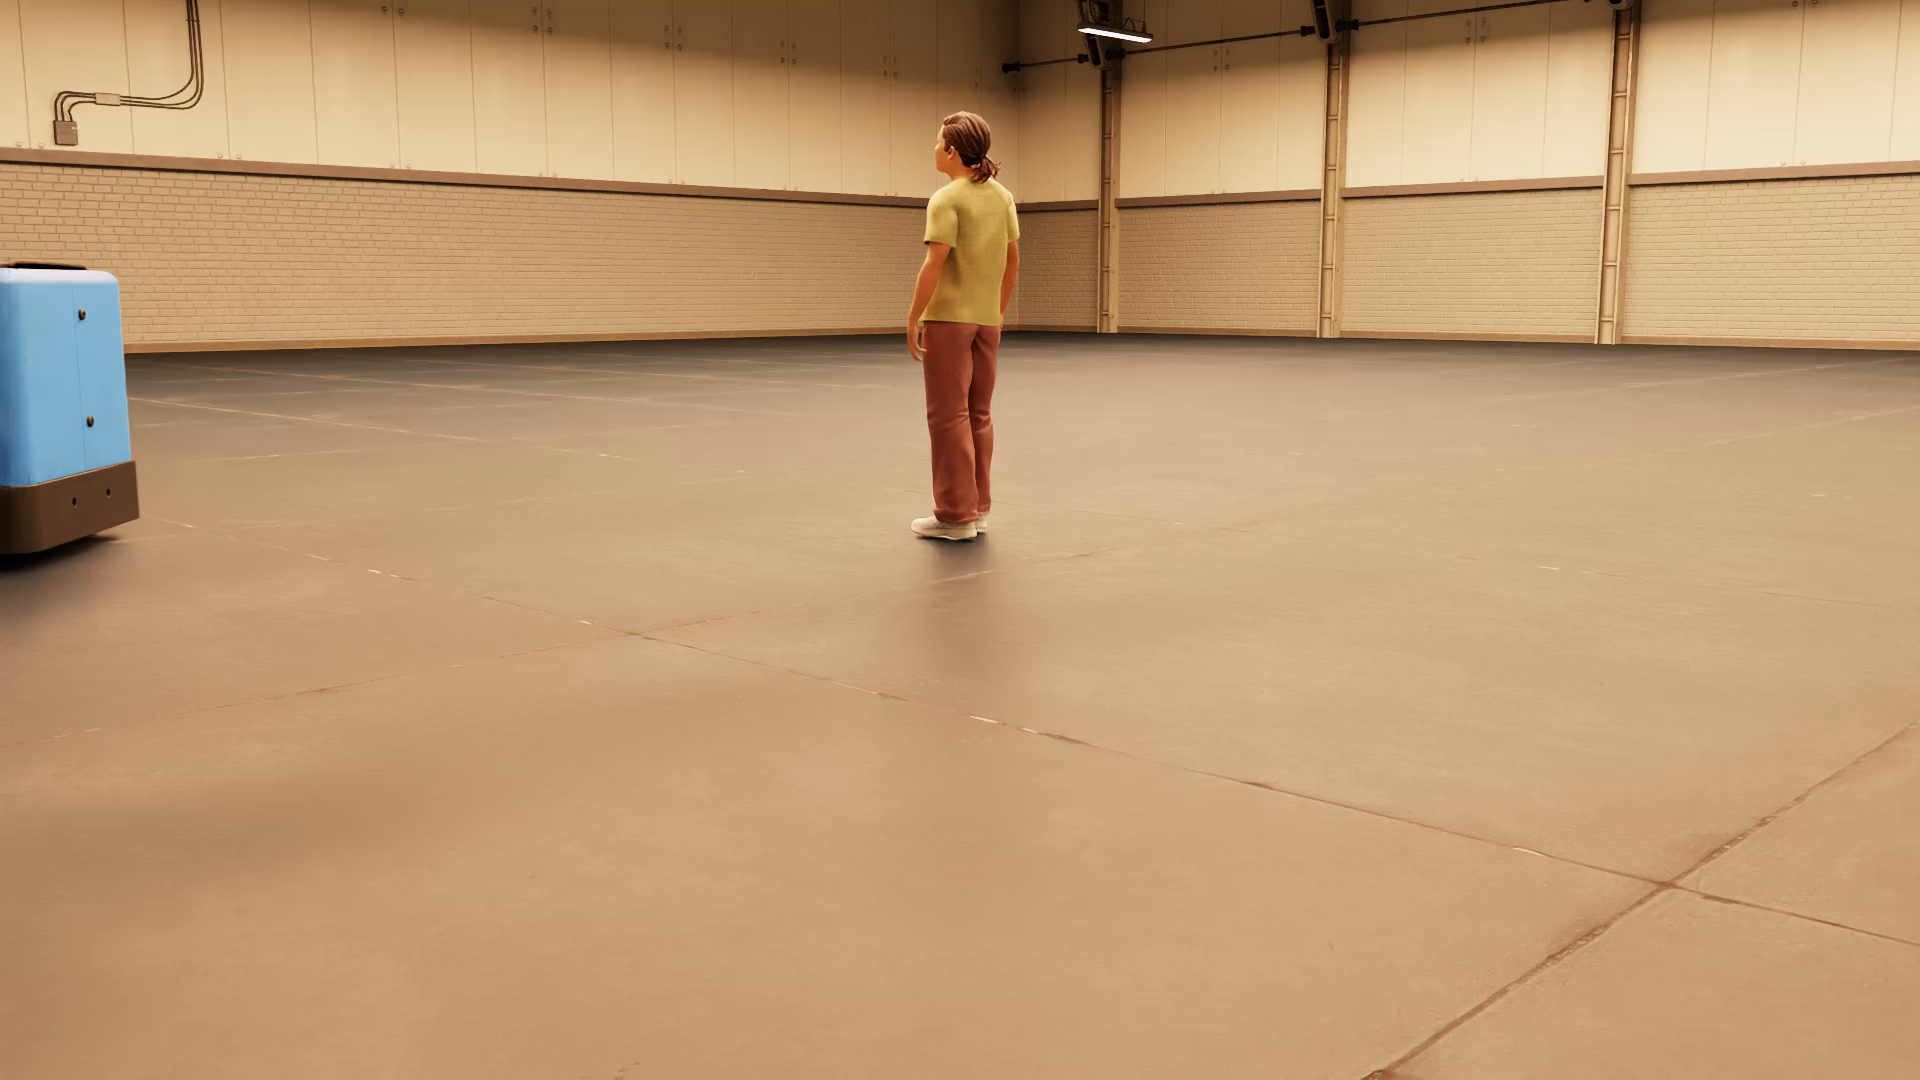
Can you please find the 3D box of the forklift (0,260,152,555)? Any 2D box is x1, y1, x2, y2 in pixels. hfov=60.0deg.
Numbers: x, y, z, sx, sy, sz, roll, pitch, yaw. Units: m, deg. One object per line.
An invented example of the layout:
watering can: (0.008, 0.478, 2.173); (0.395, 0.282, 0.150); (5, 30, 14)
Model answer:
forklift: (-4.793, -1.385, 6.071); (3.031, 2.935, 1.130); (-1, 9, -5)

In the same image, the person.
person: (-0.045, -0.844, 6.650); (0.549, 1.675, 0.555); (8, 12, 43)
